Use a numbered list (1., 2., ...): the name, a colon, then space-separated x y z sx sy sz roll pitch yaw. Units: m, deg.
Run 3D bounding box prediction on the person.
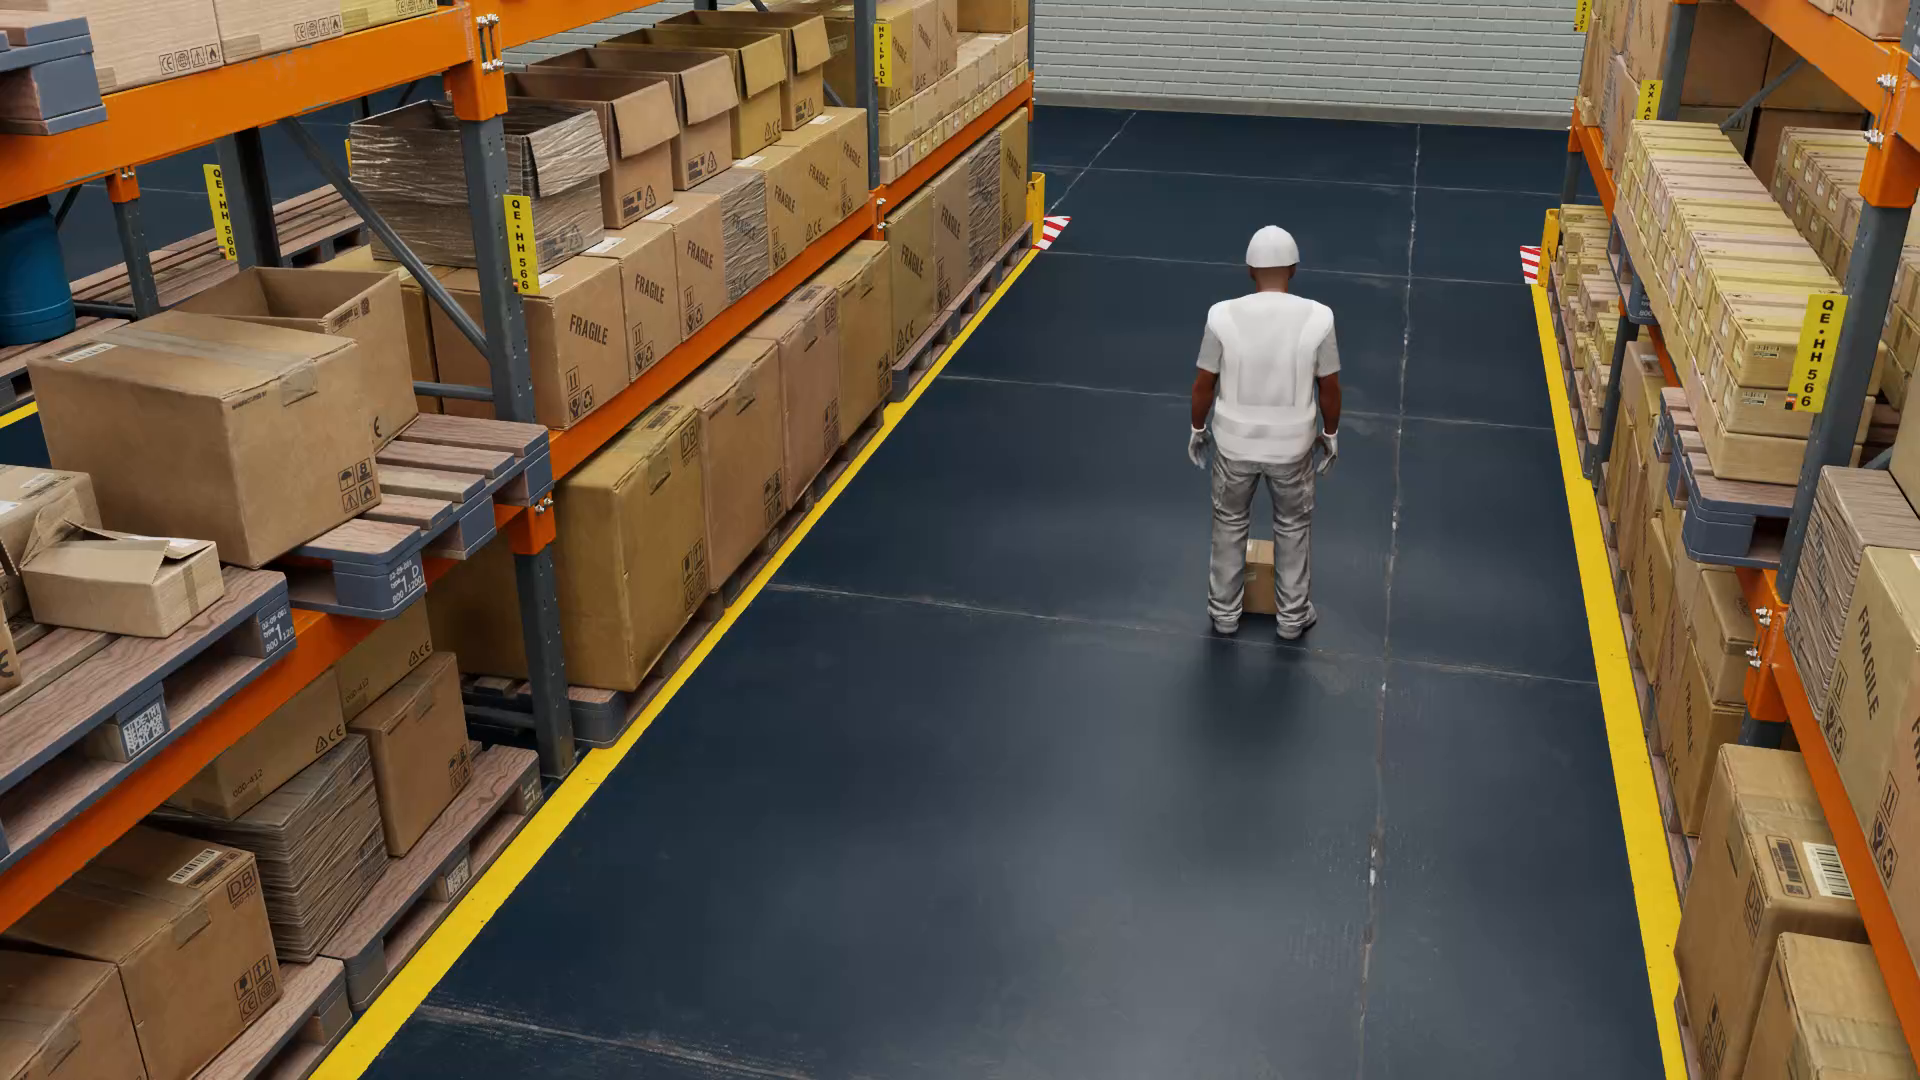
1. person: 1.281 -0.430 7.016 0.625 1.772 0.452 5 25 10
